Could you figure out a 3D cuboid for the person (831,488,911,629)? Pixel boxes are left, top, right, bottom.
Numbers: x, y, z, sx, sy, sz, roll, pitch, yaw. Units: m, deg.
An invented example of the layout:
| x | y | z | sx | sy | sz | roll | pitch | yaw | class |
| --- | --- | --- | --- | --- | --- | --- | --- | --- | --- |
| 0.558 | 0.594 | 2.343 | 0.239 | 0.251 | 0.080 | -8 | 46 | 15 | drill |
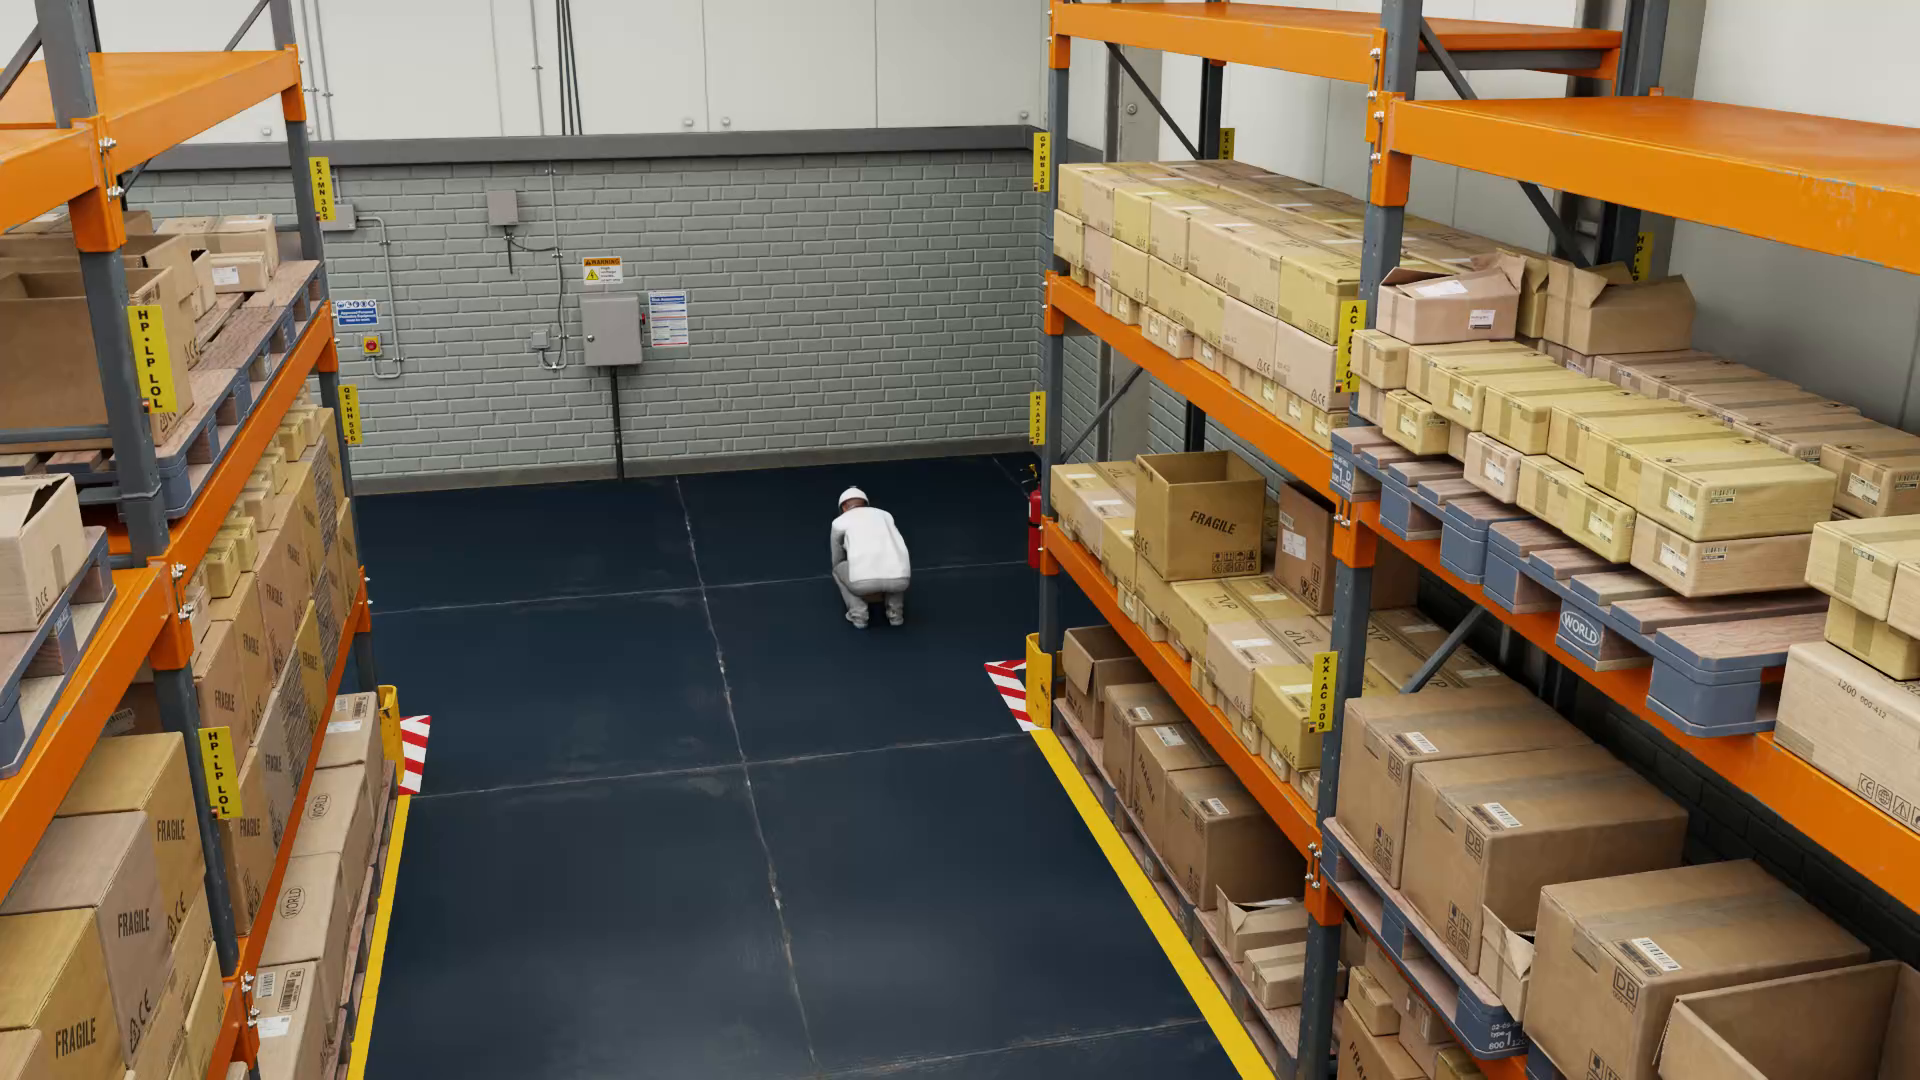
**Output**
| x | y | z | sx | sy | sz | roll | pitch | yaw | class |
| --- | --- | --- | --- | --- | --- | --- | --- | --- | --- |
| -0.655 | 0.142 | 12.055 | 0.529 | 0.869 | 0.928 | -4 | 20 | -12 | person |
